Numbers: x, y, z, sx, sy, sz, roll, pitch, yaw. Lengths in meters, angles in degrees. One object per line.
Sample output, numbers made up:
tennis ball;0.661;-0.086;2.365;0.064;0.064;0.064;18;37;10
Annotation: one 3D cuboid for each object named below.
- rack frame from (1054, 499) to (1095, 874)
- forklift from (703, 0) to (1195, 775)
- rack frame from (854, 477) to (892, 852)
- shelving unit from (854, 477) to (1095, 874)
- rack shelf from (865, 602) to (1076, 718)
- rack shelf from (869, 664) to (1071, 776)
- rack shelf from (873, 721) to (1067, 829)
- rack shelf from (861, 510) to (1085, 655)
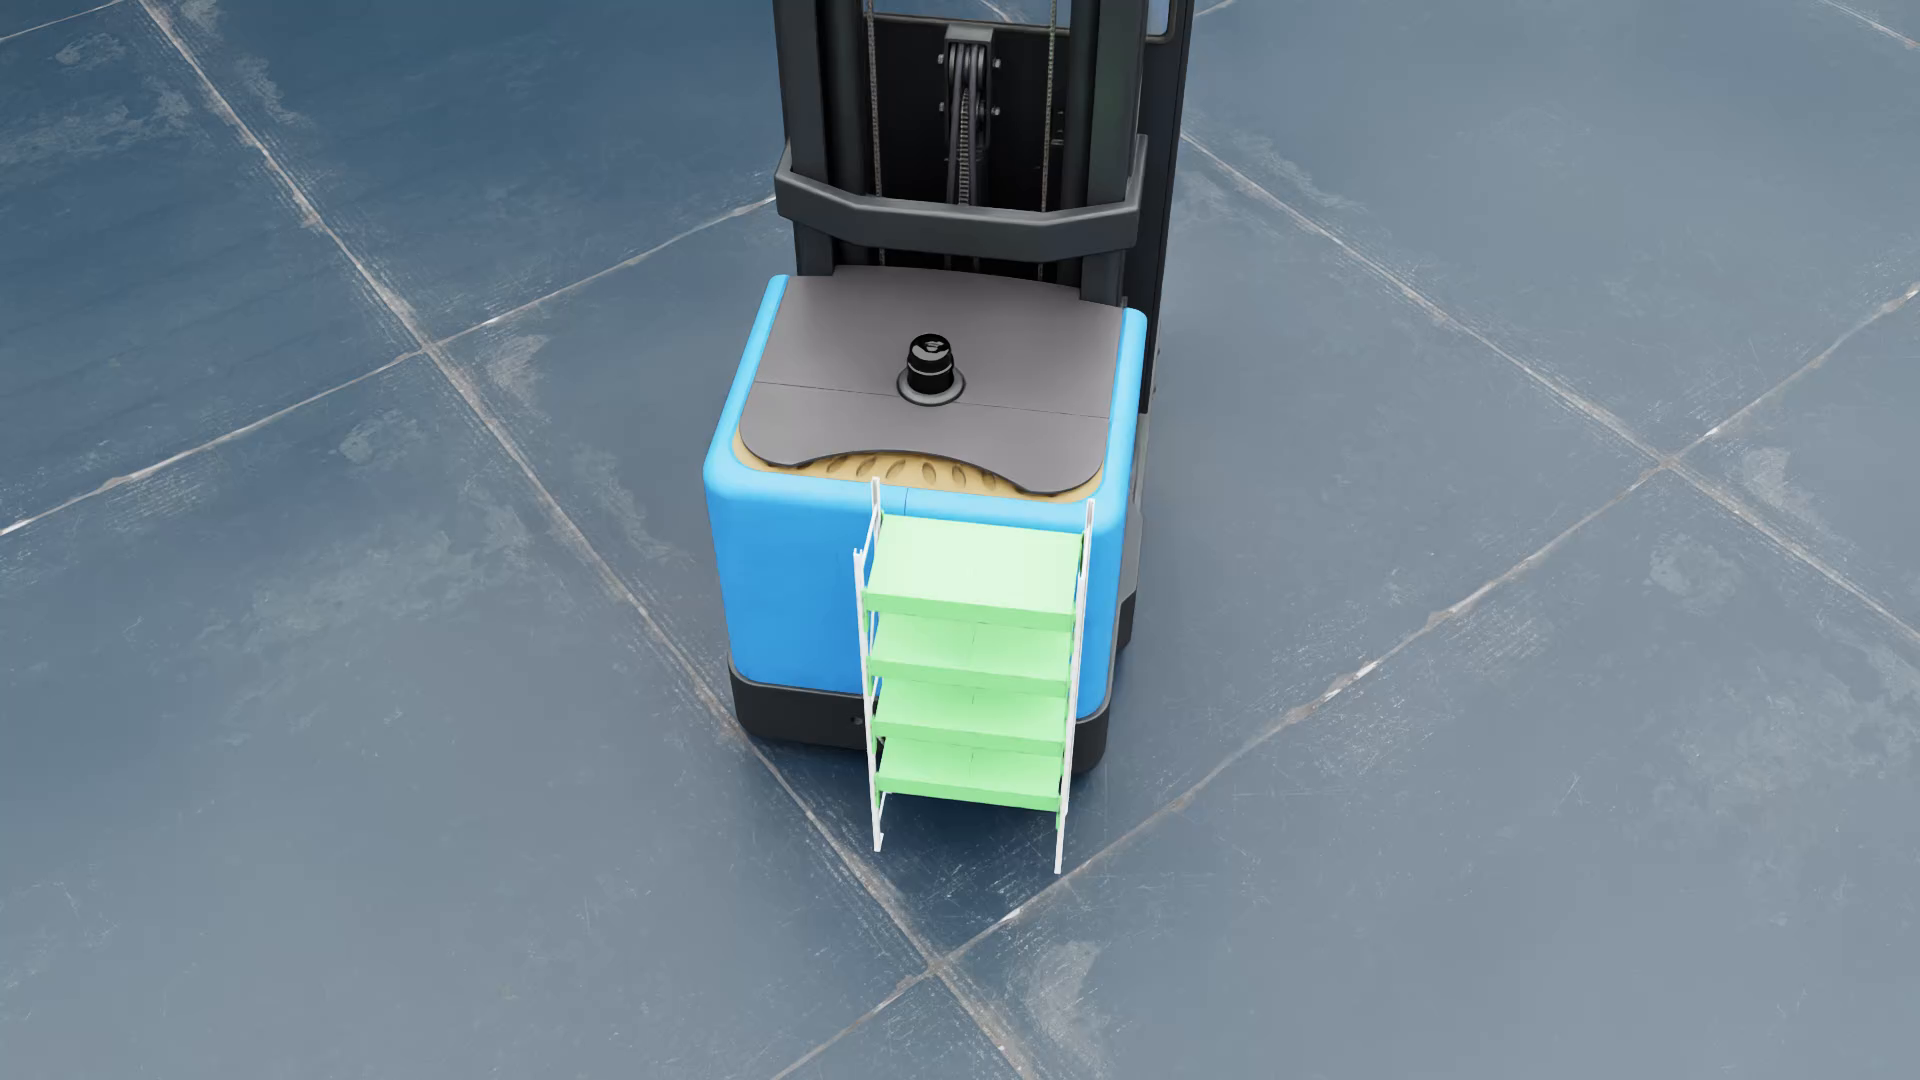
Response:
rack frame;0.277;0.400;4.078;0.015;1.200;0.240;6;48;5
forklift;0.094;-1.446;4.583;1.130;2.935;3.031;6;48;6
rack frame;-0.207;0.349;4.123;0.015;1.200;0.240;6;48;5
shelving unit;0.035;0.374;4.100;0.503;1.200;0.258;6;48;5
rack shelf;0.035;0.256;3.970;0.480;0.148;0.258;6;48;5
rack shelf;0.035;0.417;4.148;0.480;0.148;0.258;6;48;5
rack shelf;0.035;0.579;4.325;0.480;0.148;0.258;6;48;5
rack shelf;0.035;0.095;3.793;0.480;0.148;0.258;6;48;5
